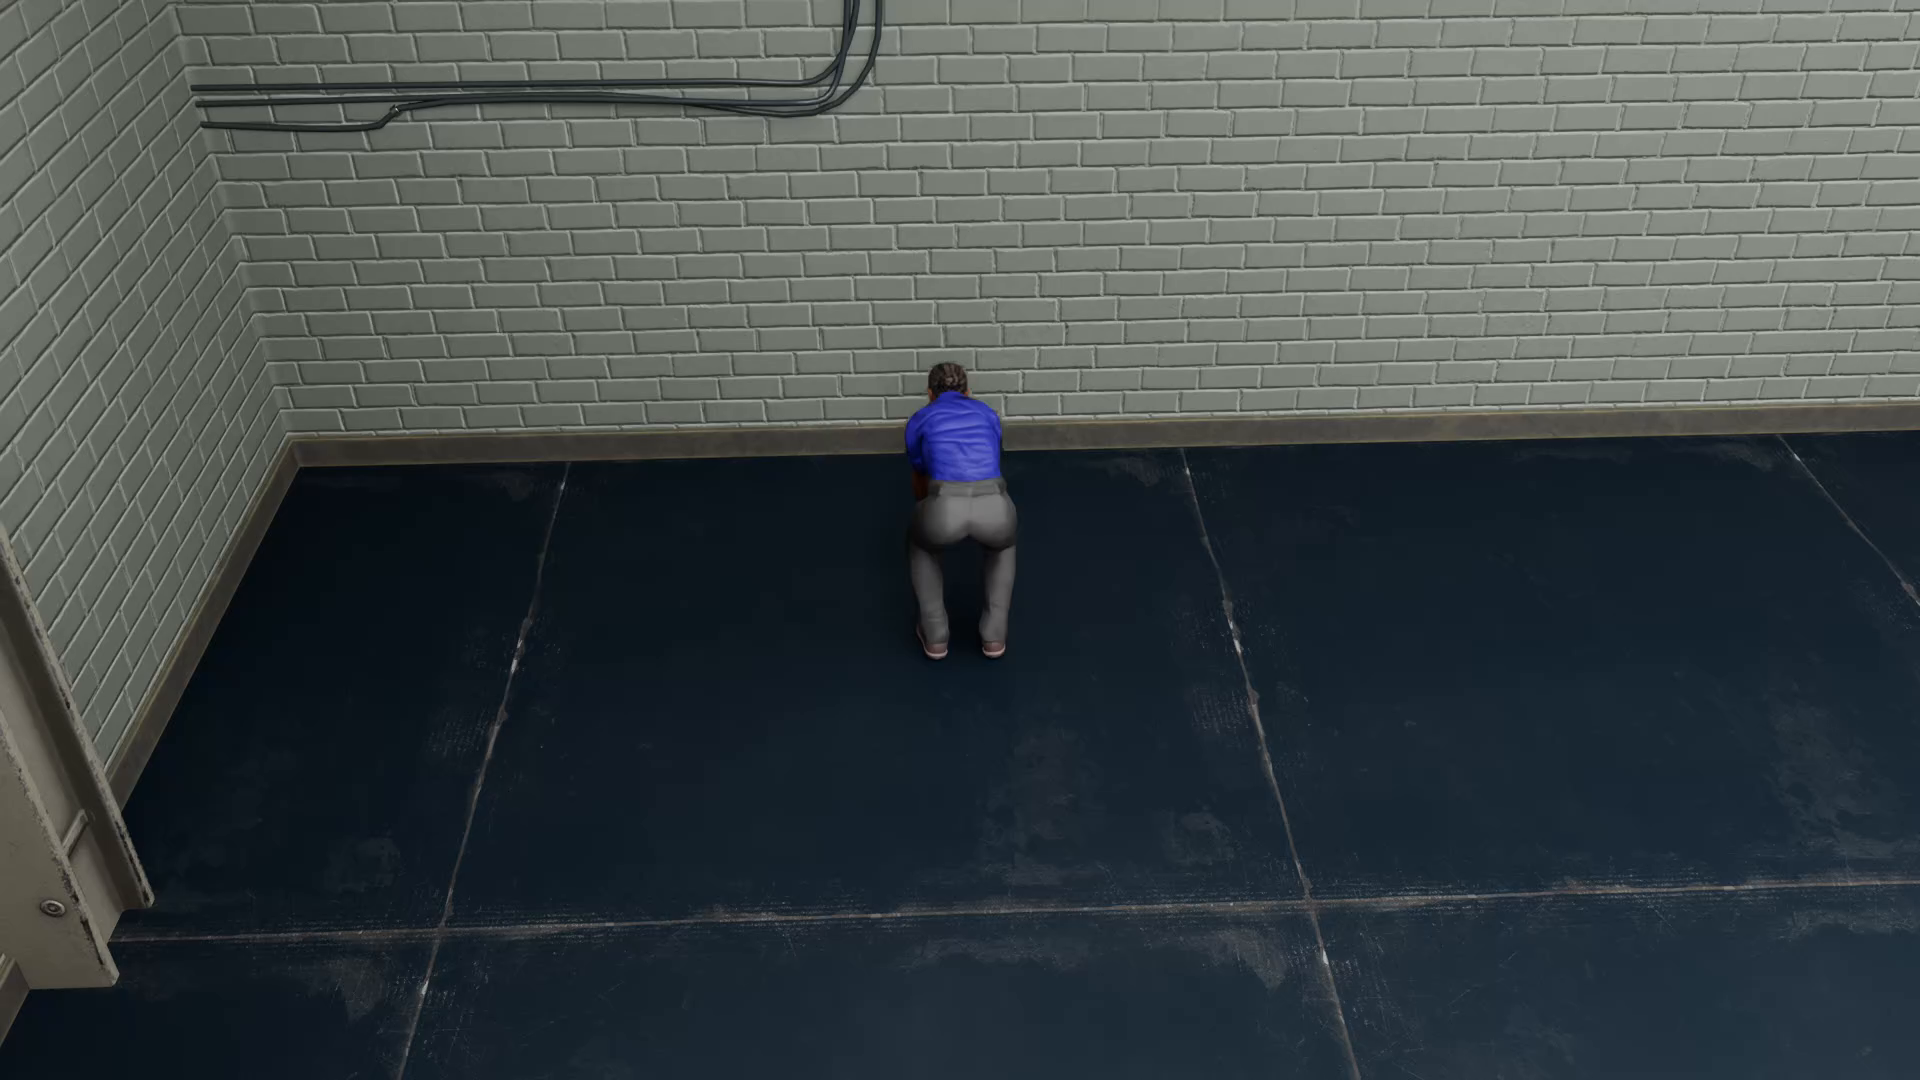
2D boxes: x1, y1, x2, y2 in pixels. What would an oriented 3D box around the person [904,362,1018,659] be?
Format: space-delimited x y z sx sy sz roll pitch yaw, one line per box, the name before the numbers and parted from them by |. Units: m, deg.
person | -0.002 -0.103 6.827 0.460 1.045 0.859 -3 36 -4
